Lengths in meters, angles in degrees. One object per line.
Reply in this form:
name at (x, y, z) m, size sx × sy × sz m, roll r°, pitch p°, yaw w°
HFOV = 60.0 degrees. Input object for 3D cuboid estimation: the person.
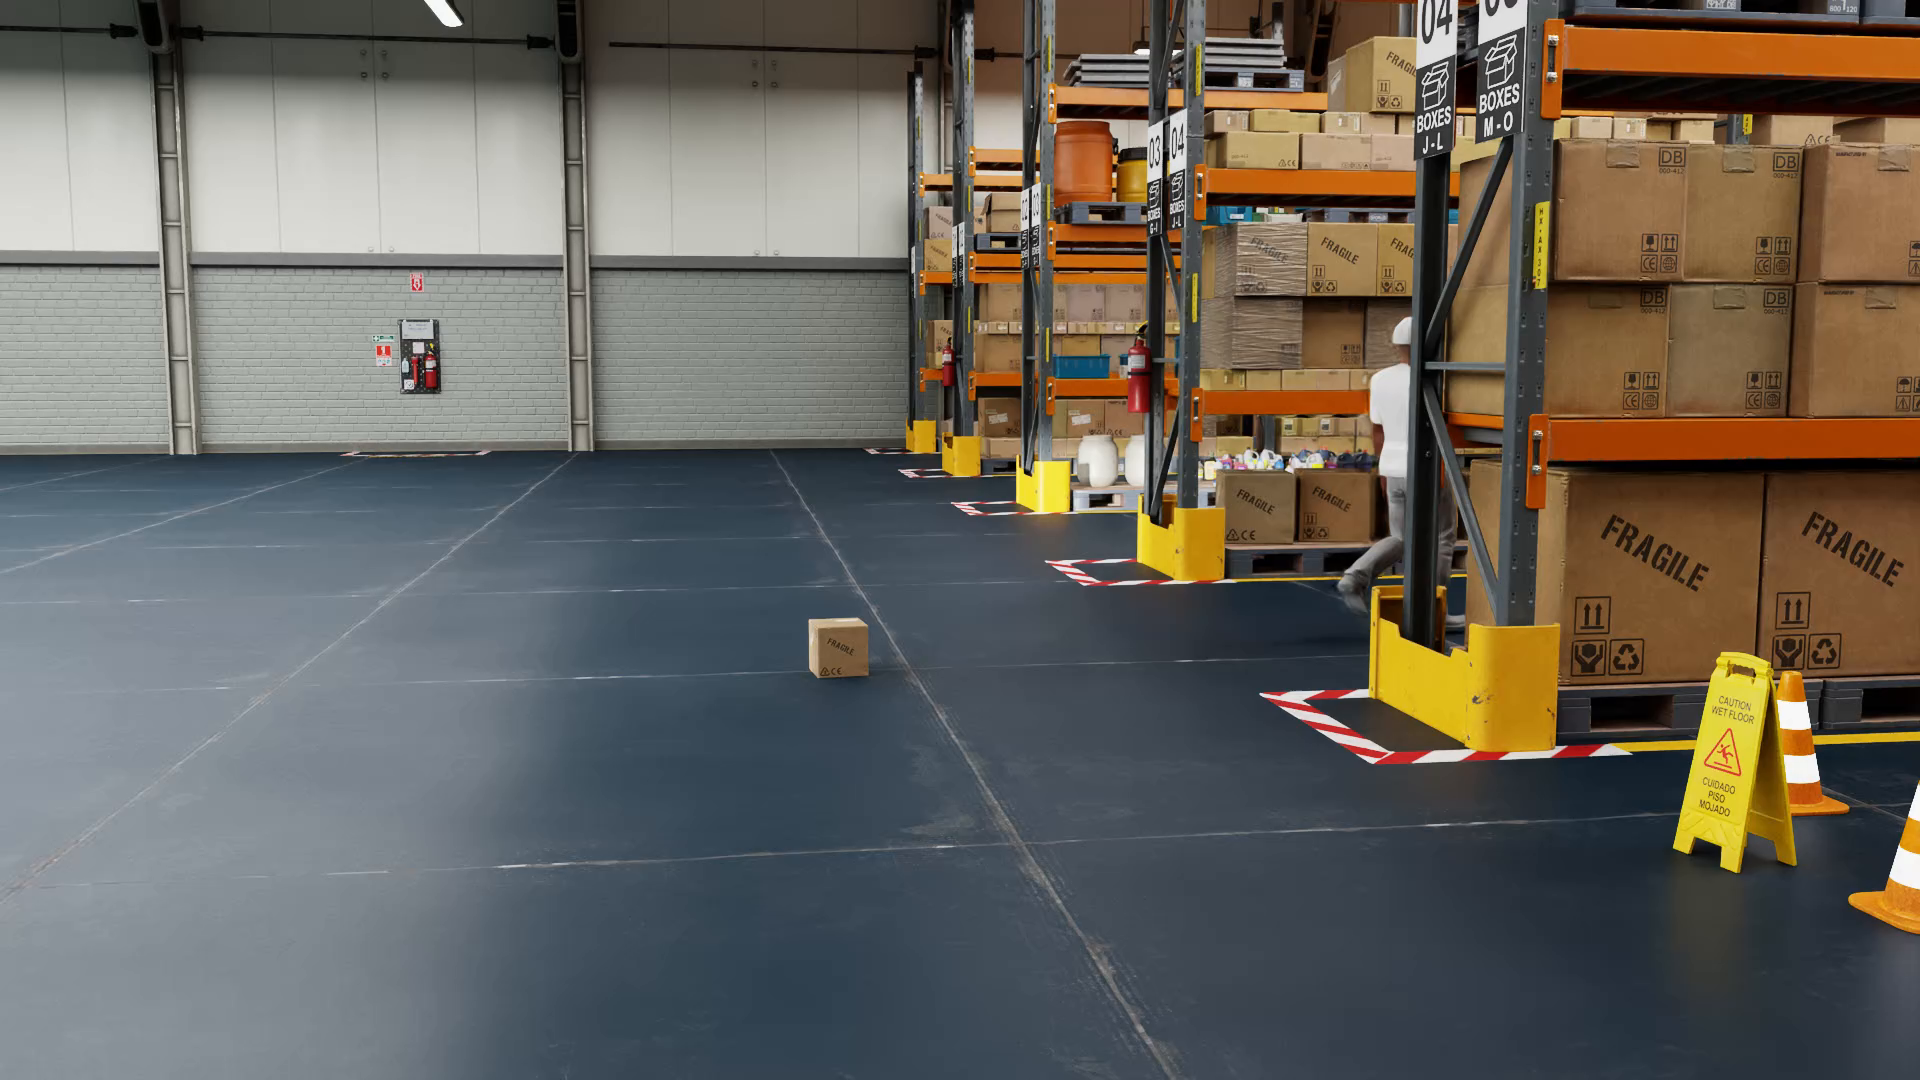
person at (2.479, -0.359, 9.202) m, size 0.777 × 1.747 × 0.568 m, roll -3°, pitch 7°, yaw -28°
